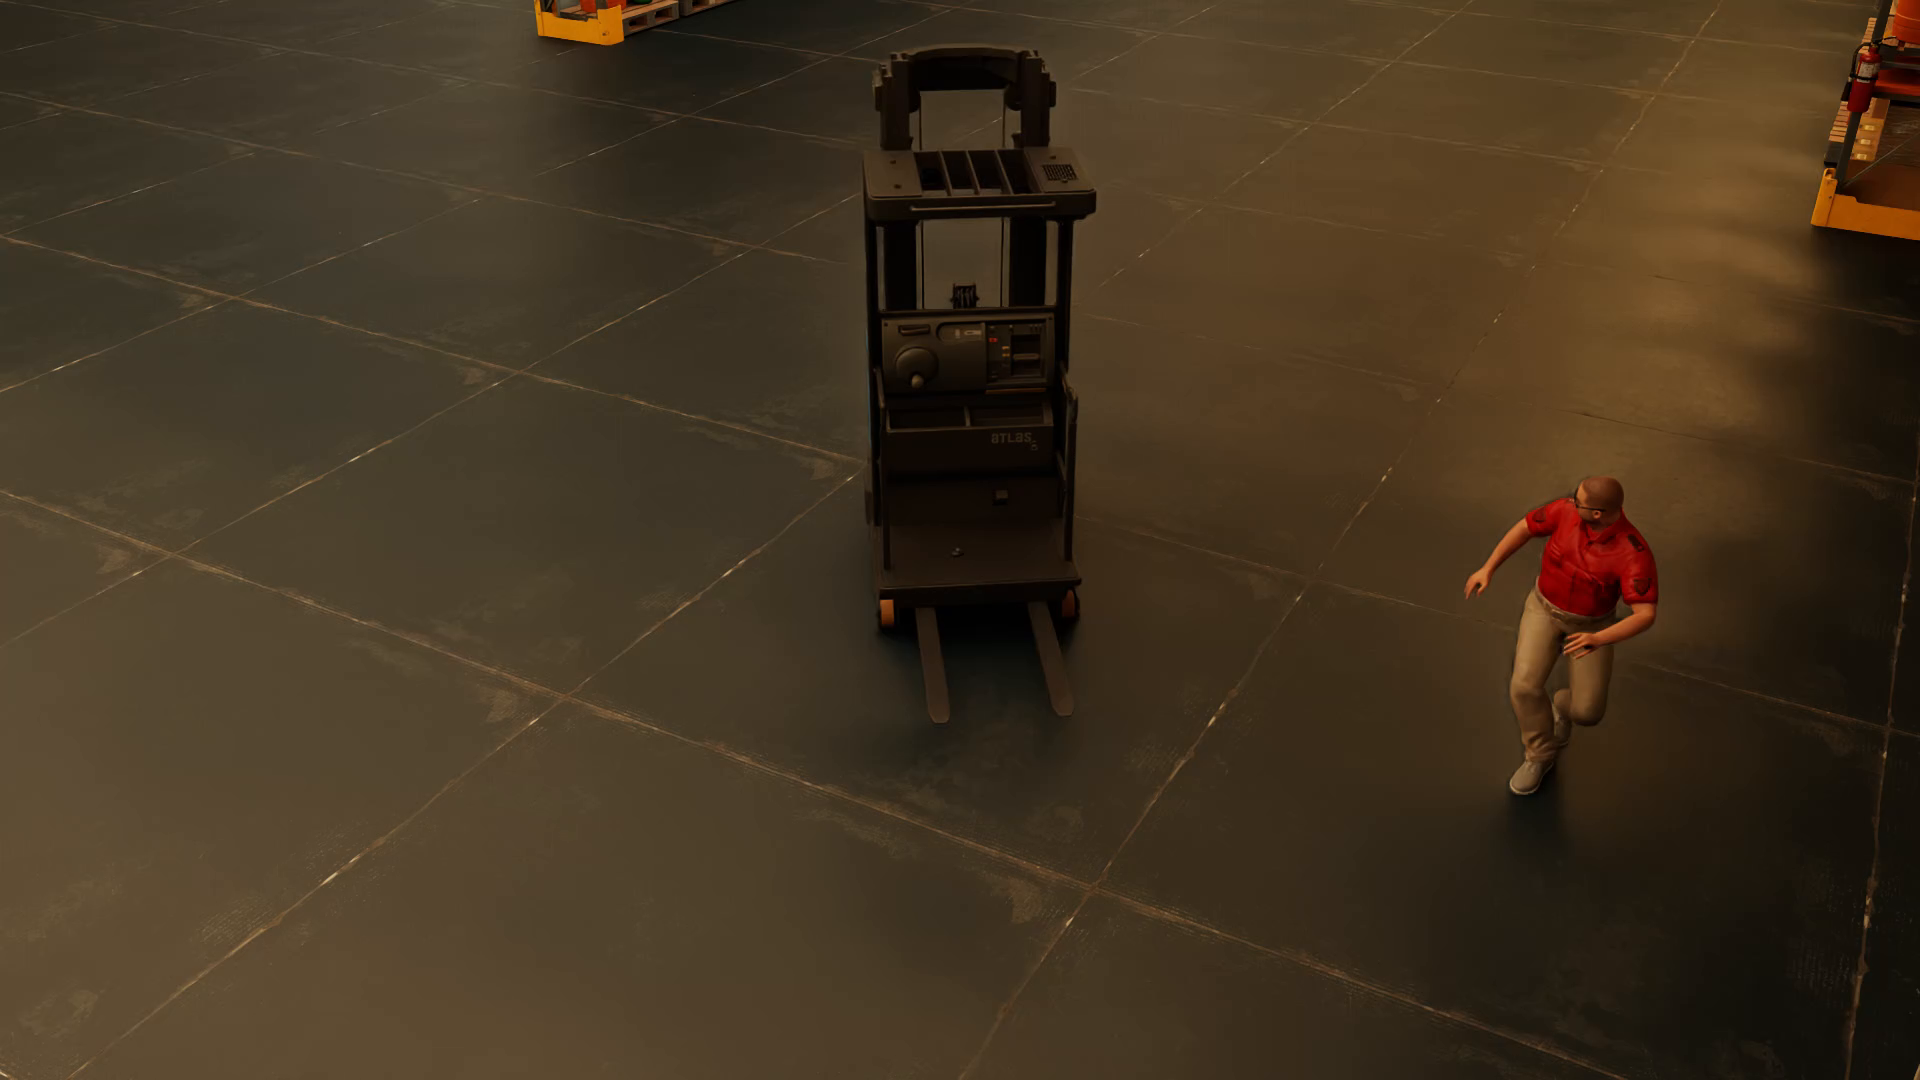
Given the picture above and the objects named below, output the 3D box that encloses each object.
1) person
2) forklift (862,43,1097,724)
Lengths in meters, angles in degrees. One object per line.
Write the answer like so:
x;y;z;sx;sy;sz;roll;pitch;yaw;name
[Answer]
2.742;0.401;7.720;0.886;1.604;0.851;20;35;30;person
0.070;-0.960;8.734;1.130;2.935;3.031;-3;30;-5;forklift
